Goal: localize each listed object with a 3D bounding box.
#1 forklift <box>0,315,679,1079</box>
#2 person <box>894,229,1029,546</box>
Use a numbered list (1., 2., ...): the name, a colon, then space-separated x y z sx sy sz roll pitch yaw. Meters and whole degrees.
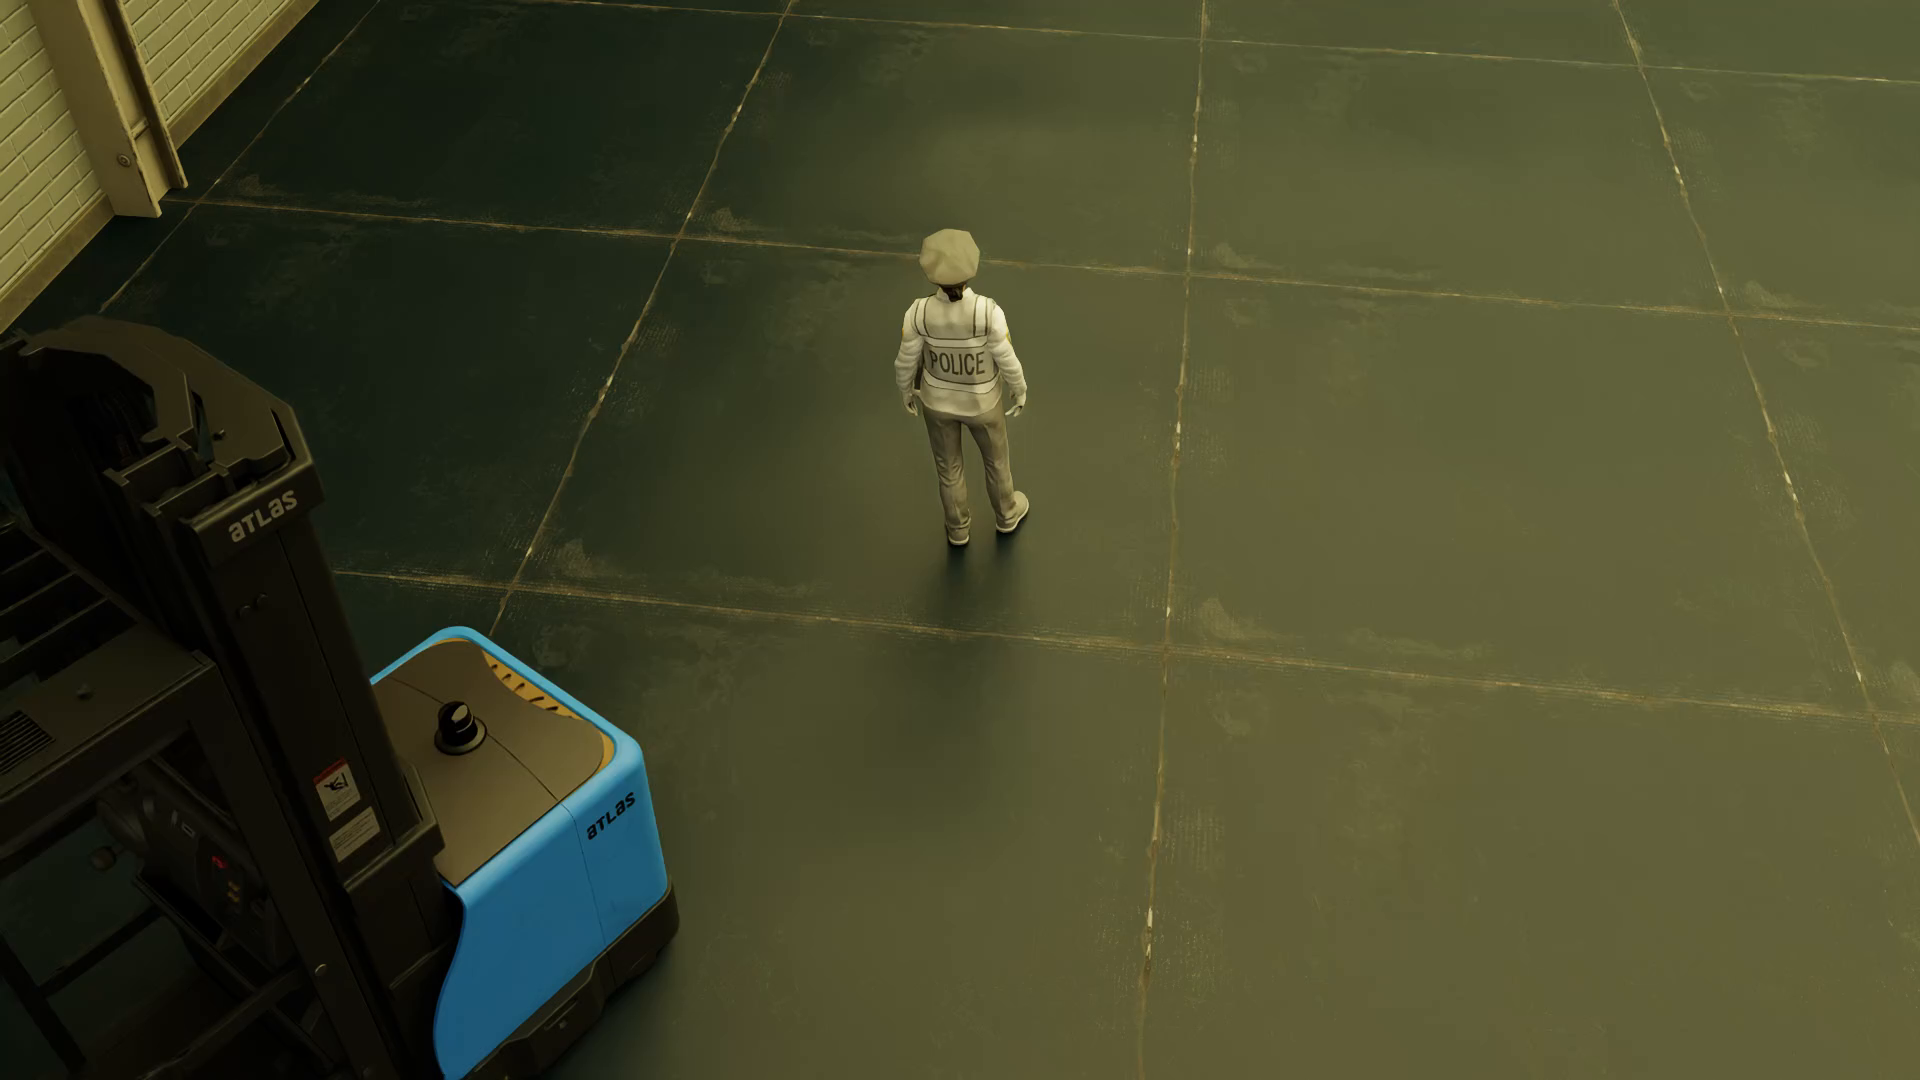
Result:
1. forklift: -2.359 0.980 4.658 1.130 2.935 3.031 28 50 27
2. person: 0.016 -0.674 7.362 0.586 1.694 0.531 5 43 6
